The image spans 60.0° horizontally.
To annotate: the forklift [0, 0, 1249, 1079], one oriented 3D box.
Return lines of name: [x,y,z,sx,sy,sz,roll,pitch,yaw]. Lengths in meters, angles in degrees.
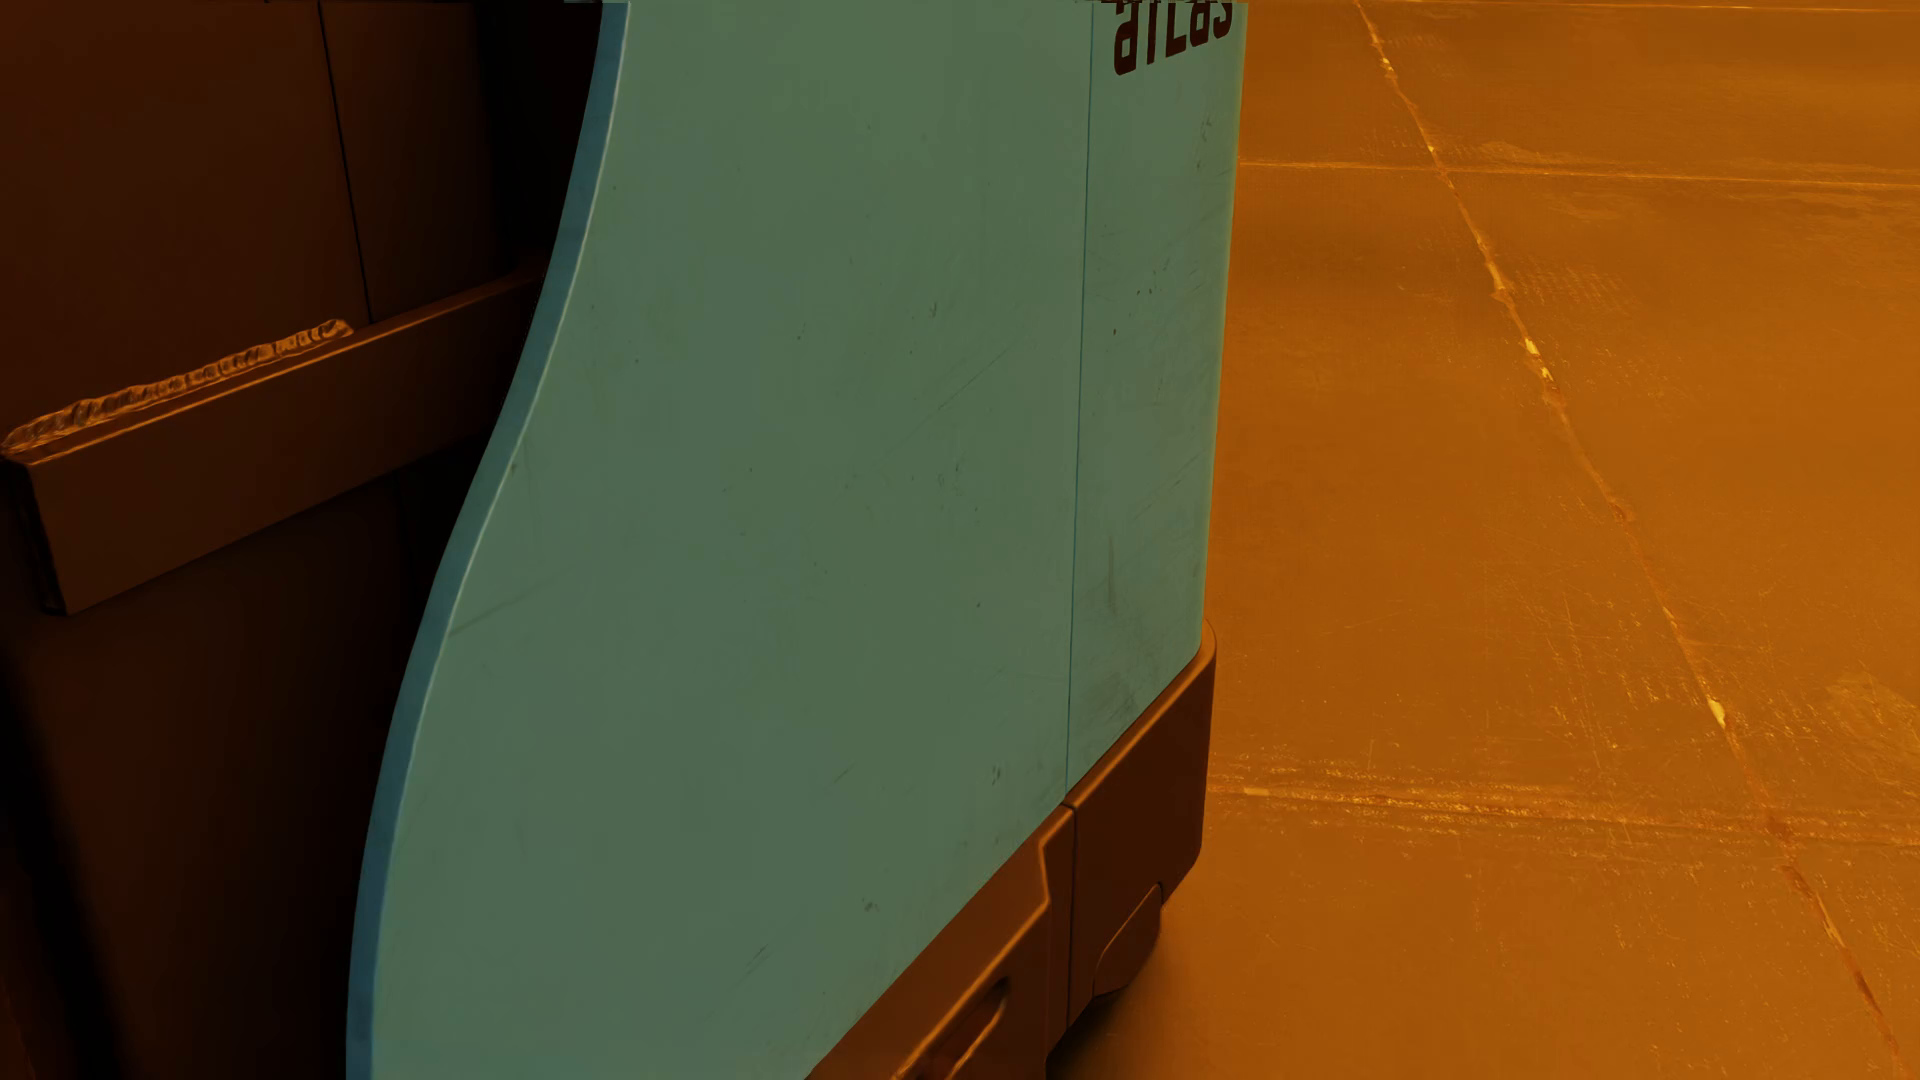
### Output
forklift: [-0.939,-0.499,0.216,1.130,2.935,3.031,15,30,27]
